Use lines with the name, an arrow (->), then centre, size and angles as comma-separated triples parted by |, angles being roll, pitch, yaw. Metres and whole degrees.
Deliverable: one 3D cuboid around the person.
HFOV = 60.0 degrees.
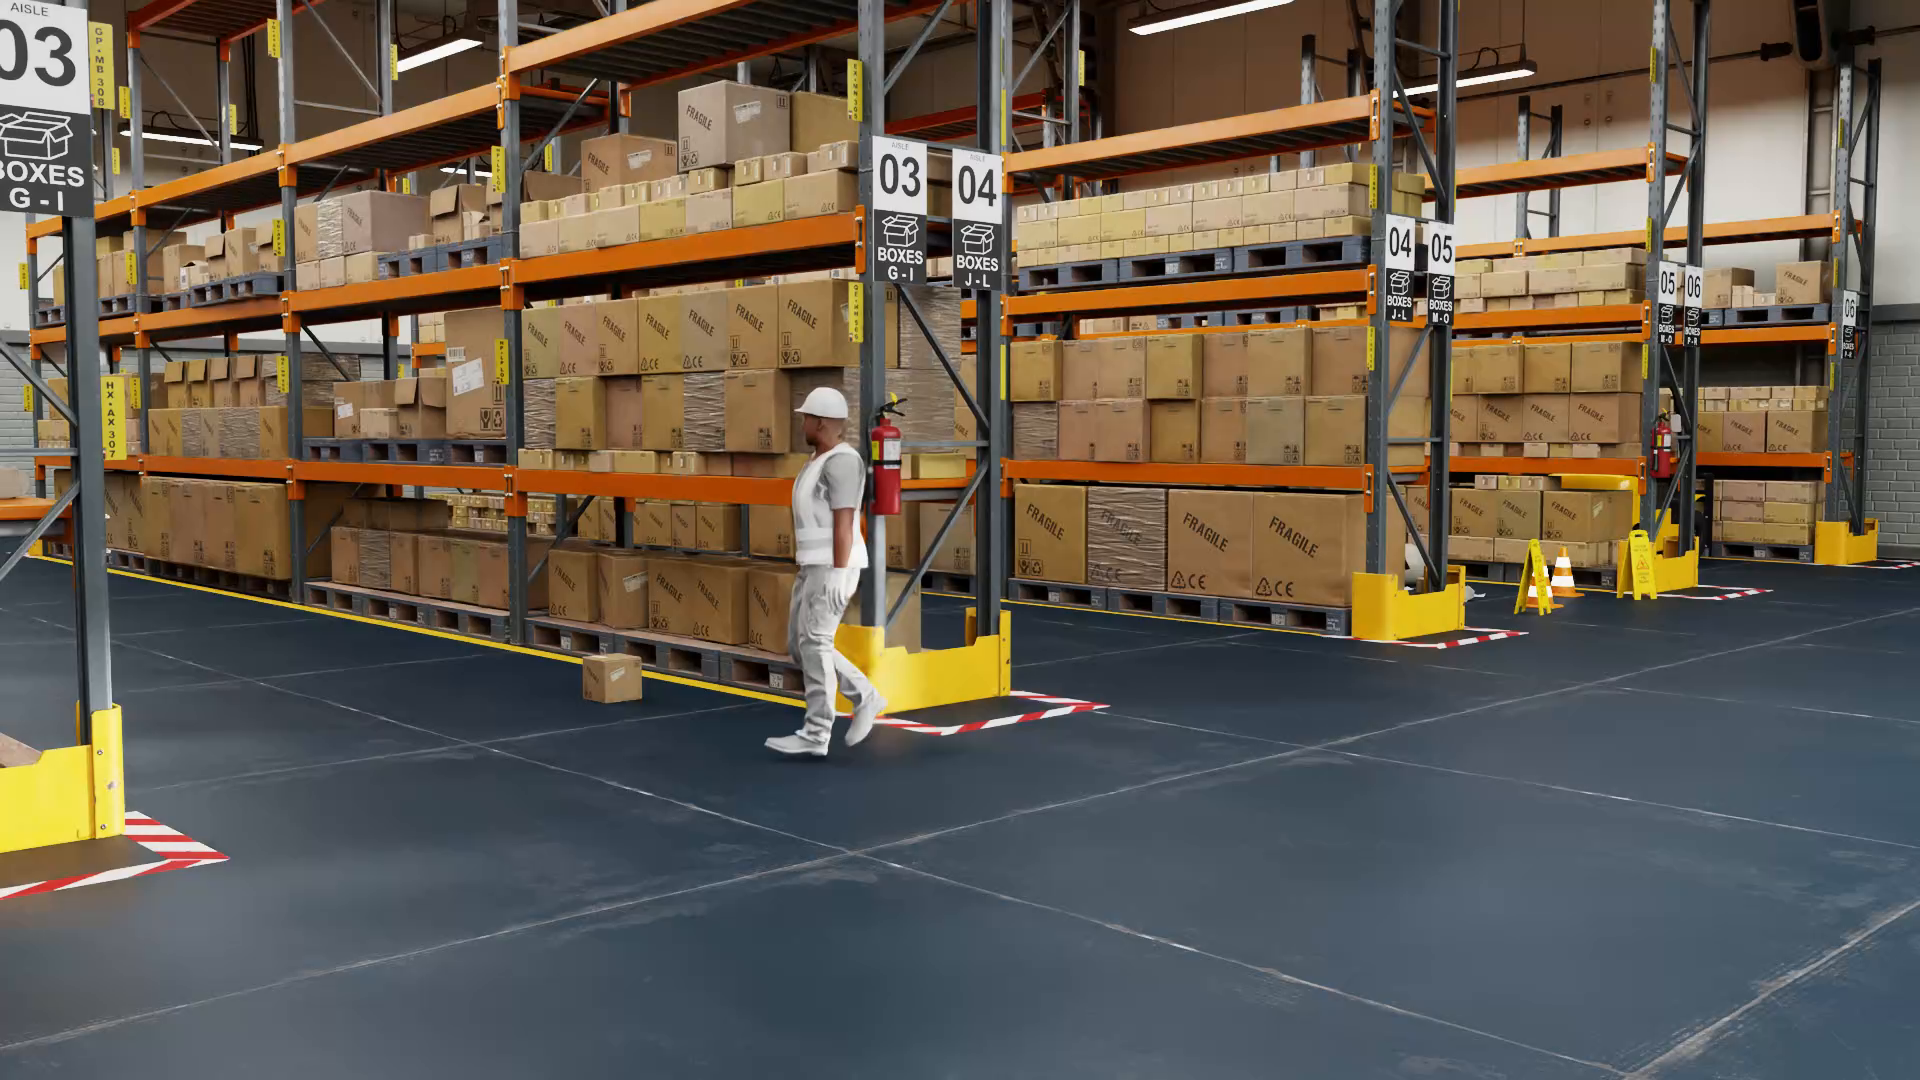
person -> -0.653, 0.147, 8.108 | 0.645, 1.777, 0.574 | -1, 4, -18
